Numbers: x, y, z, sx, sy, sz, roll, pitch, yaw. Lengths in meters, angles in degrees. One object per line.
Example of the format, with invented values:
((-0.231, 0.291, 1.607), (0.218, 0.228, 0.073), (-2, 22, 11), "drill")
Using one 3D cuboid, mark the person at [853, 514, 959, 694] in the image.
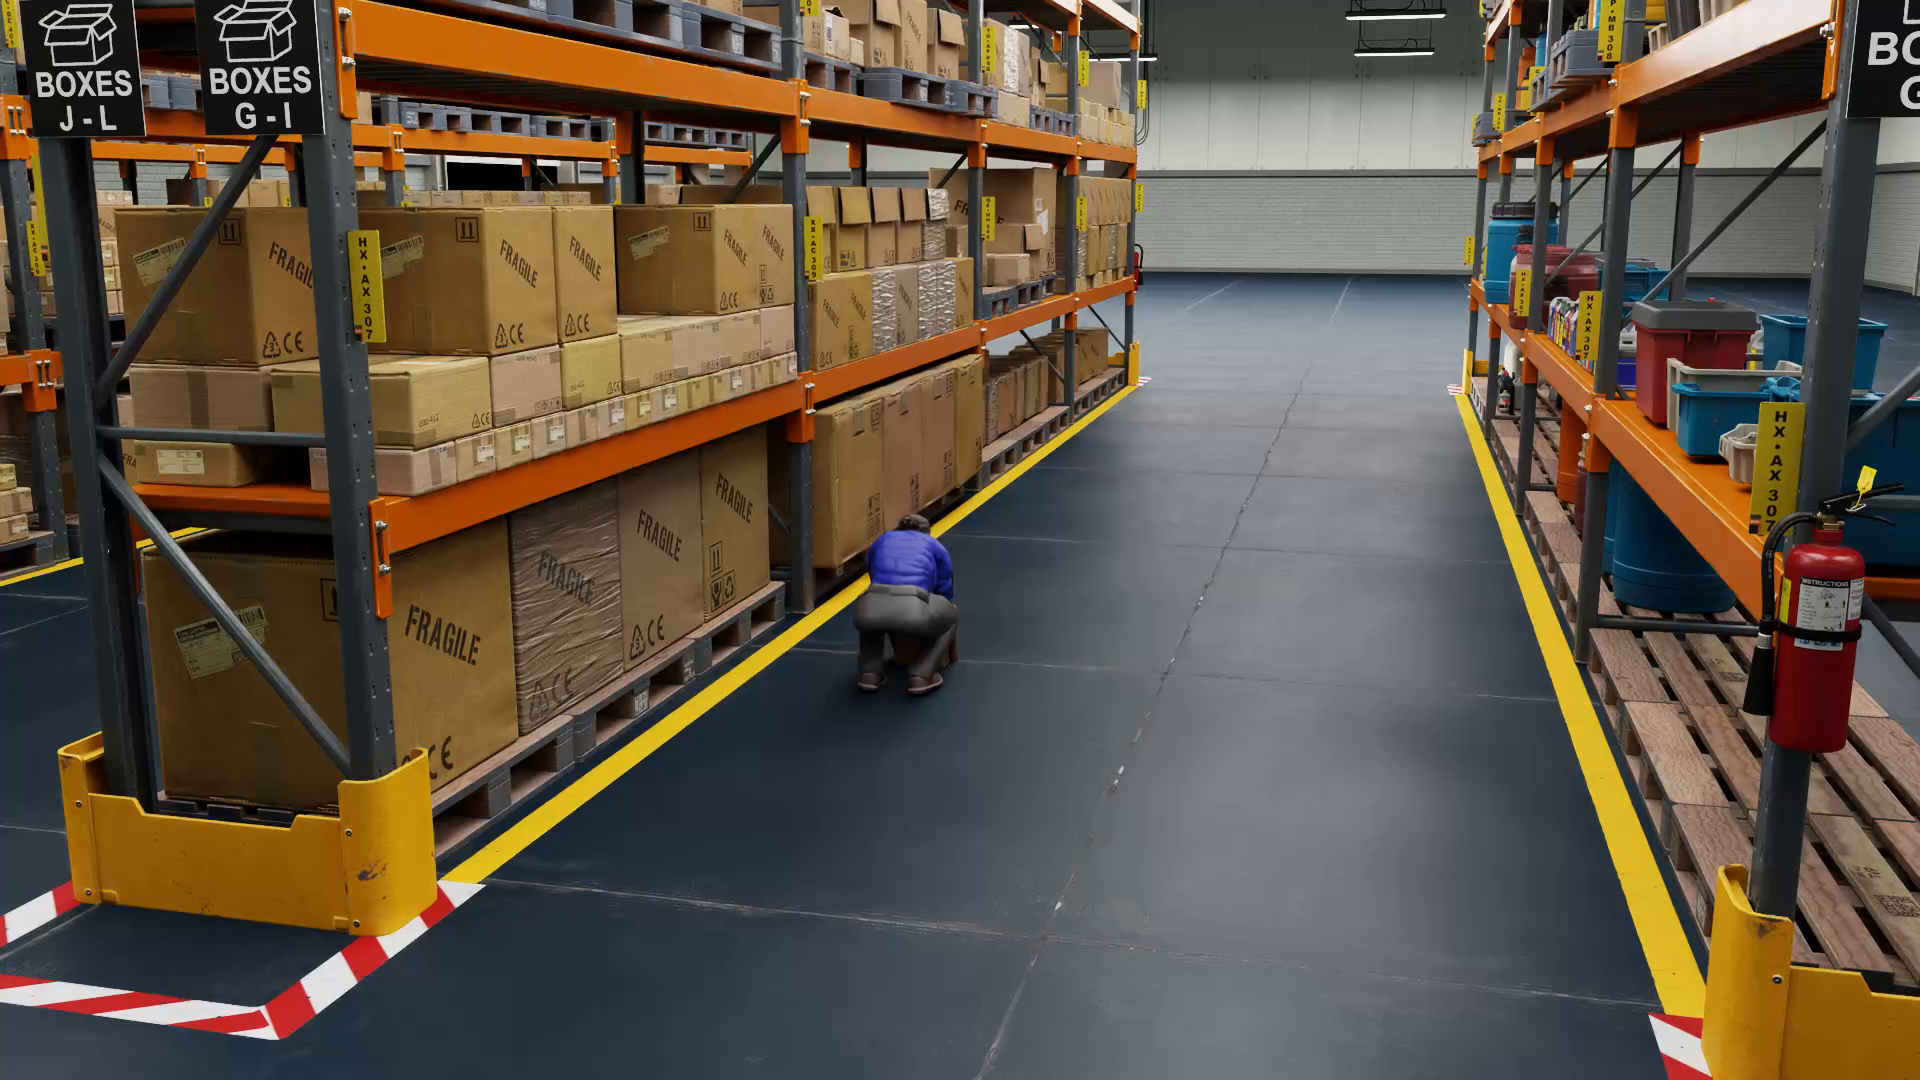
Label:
((-0.253, 0.333, 7.831), (0.470, 0.793, 0.833), (3, 12, 13), "person")
